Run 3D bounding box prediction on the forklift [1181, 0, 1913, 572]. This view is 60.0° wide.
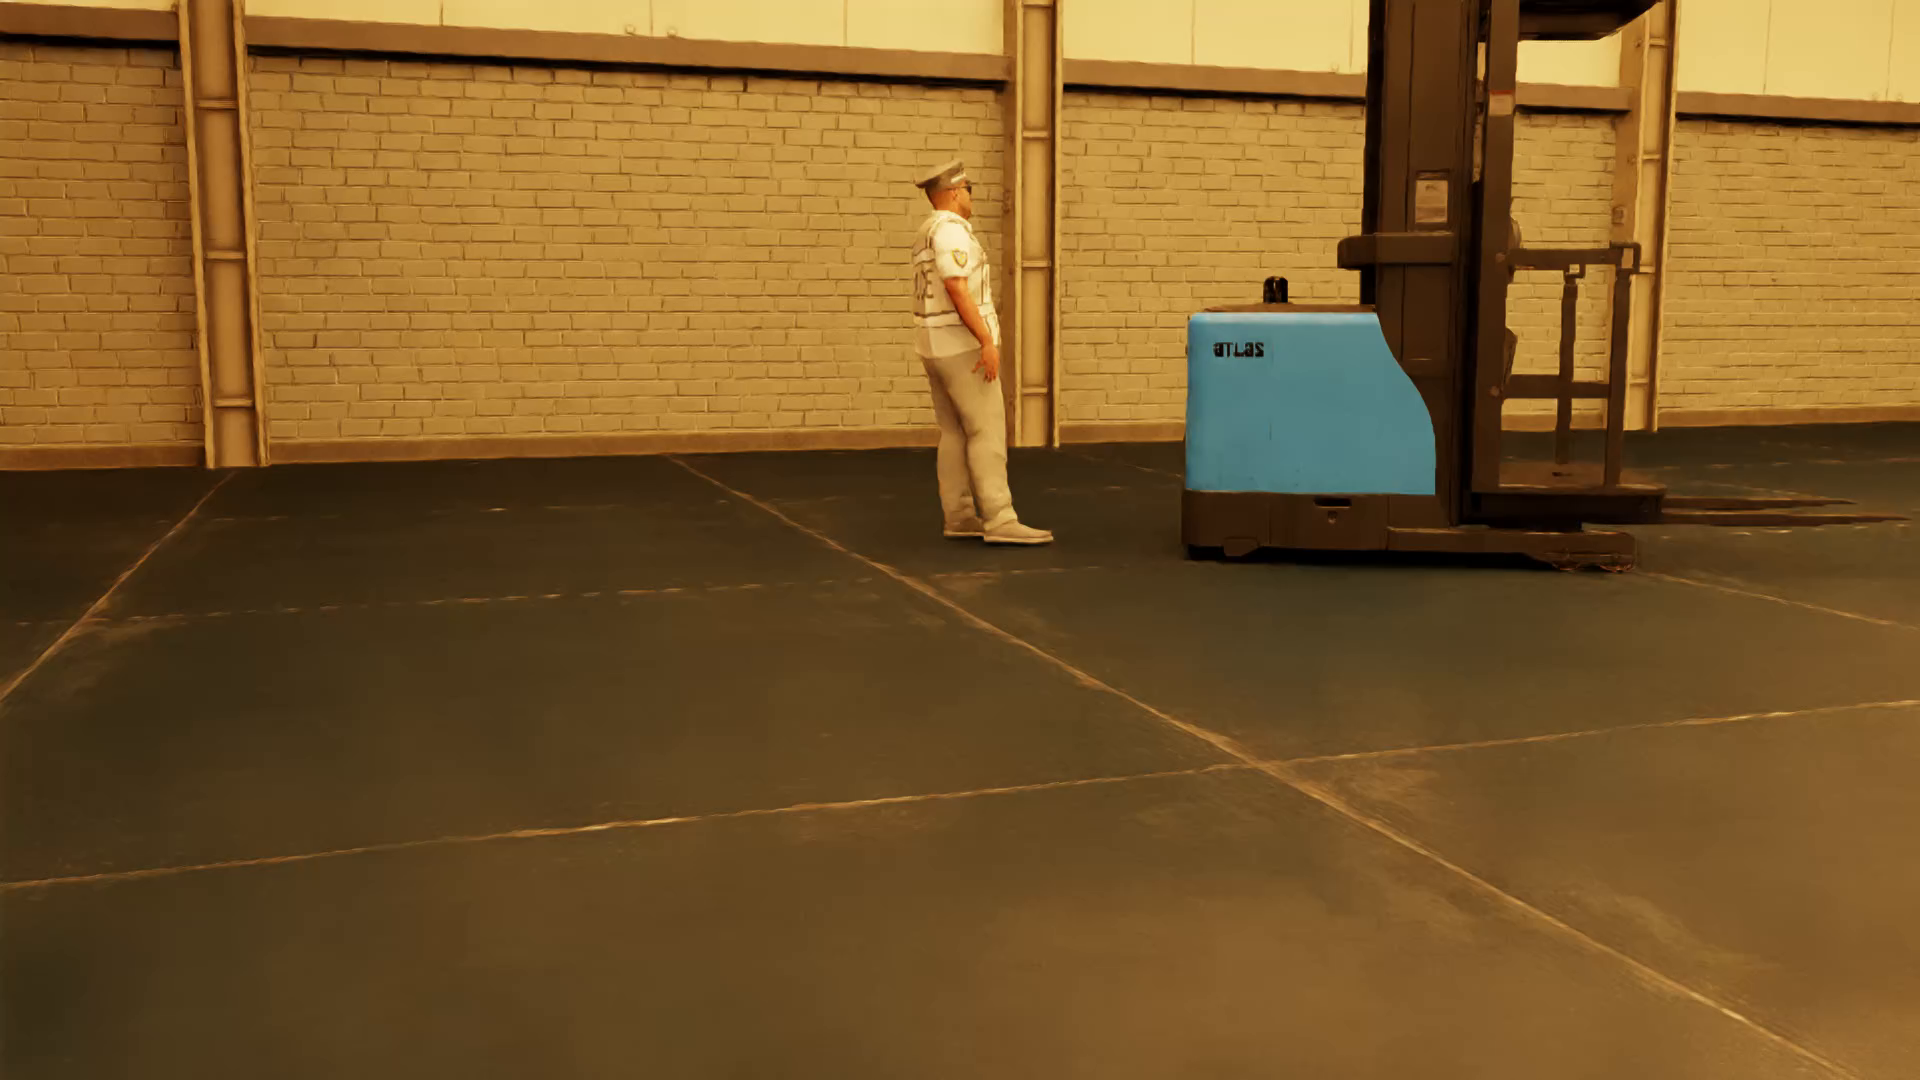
[{"bbox_3d":[2.531,-1.397,7.320,3.031,2.935,1.130,1,8,8],"label":"forklift"}]
